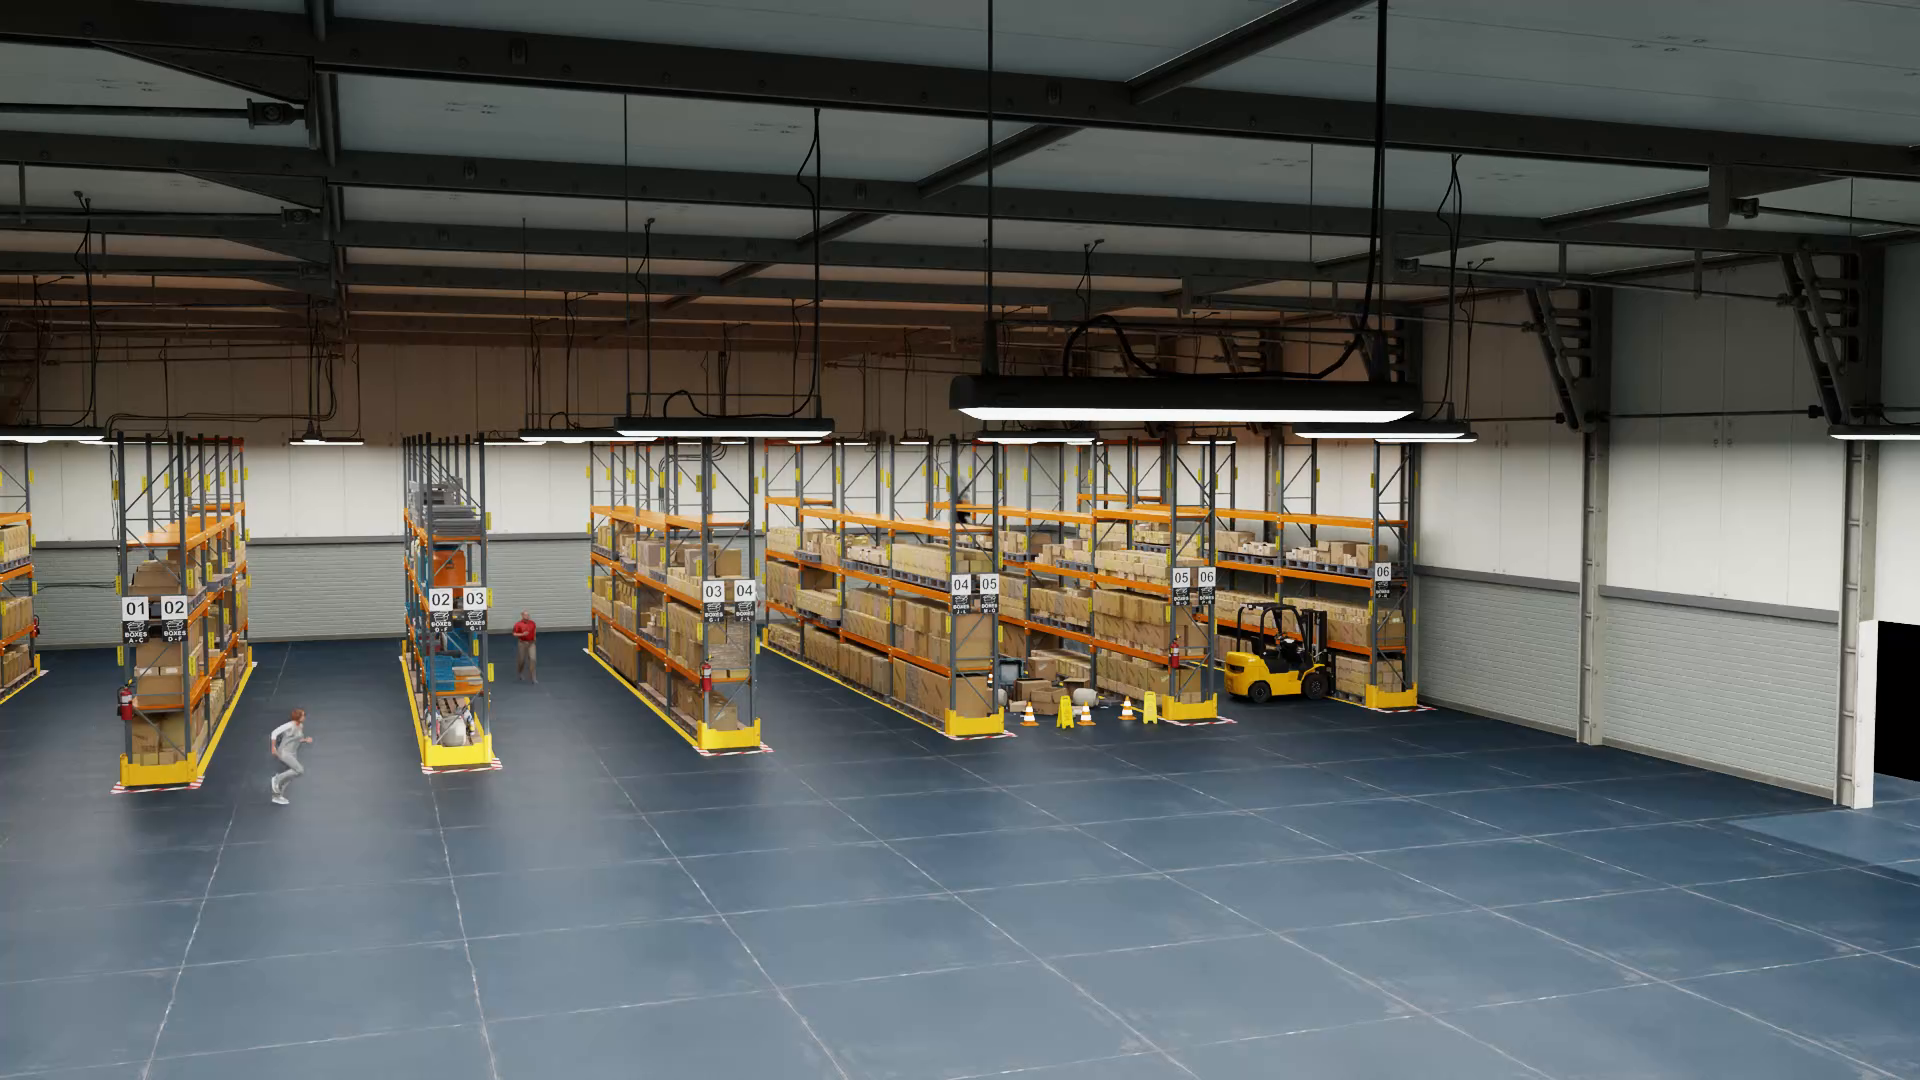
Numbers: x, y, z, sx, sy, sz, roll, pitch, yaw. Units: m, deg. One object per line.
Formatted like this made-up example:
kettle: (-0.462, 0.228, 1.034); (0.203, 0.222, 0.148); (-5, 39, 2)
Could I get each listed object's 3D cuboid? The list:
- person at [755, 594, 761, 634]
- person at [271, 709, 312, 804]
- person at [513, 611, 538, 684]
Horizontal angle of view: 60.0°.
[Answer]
person: (-6.375, 2.132, 49.290); (0.876, 1.722, 0.709); (-2, 4, -29)
person: (-10.775, 3.481, 26.808); (0.662, 1.526, 0.525); (0, 3, -3)
person: (-10.565, 2.600, 40.465); (0.635, 1.748, 0.898); (-2, 4, -33)
